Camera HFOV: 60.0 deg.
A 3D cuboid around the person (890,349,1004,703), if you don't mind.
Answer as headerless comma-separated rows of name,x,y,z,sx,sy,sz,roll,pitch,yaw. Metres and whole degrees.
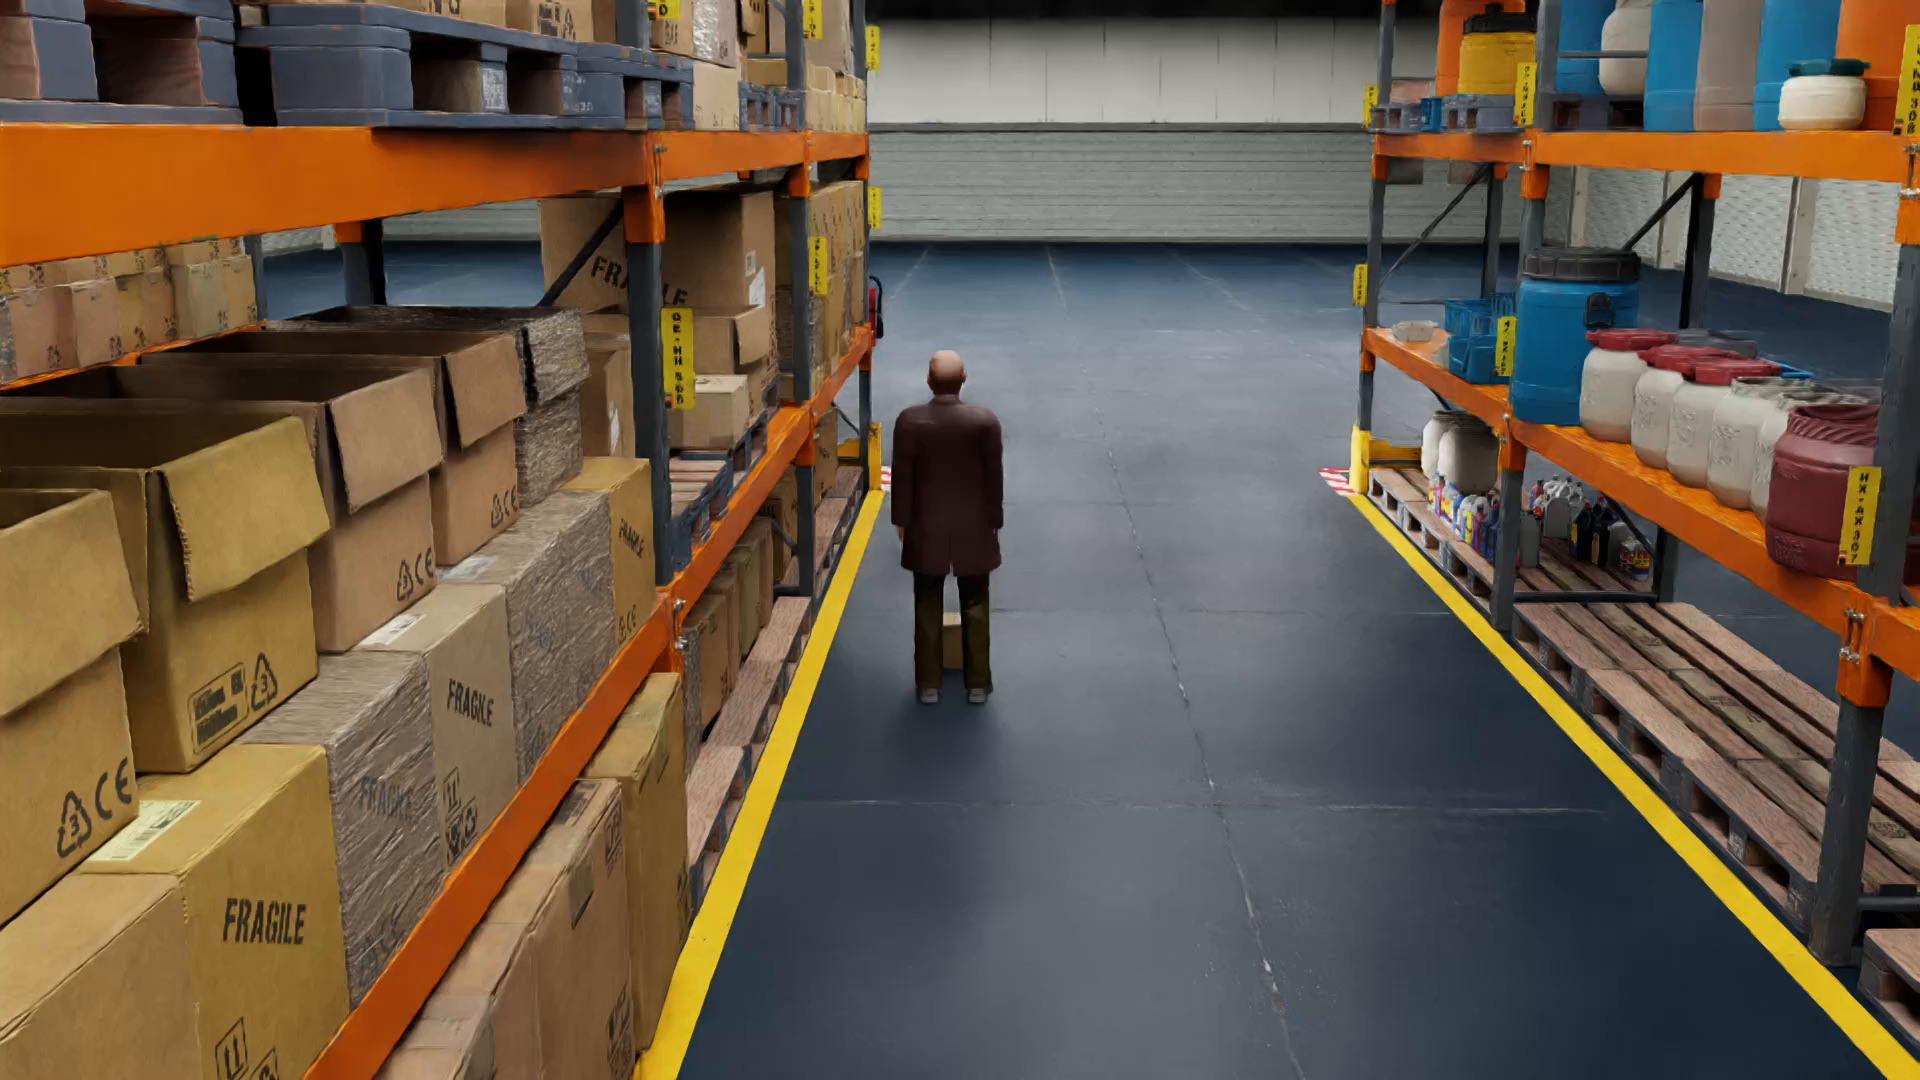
person,-0.065,-0.074,8.337,0.566,1.776,0.386,1,14,3
